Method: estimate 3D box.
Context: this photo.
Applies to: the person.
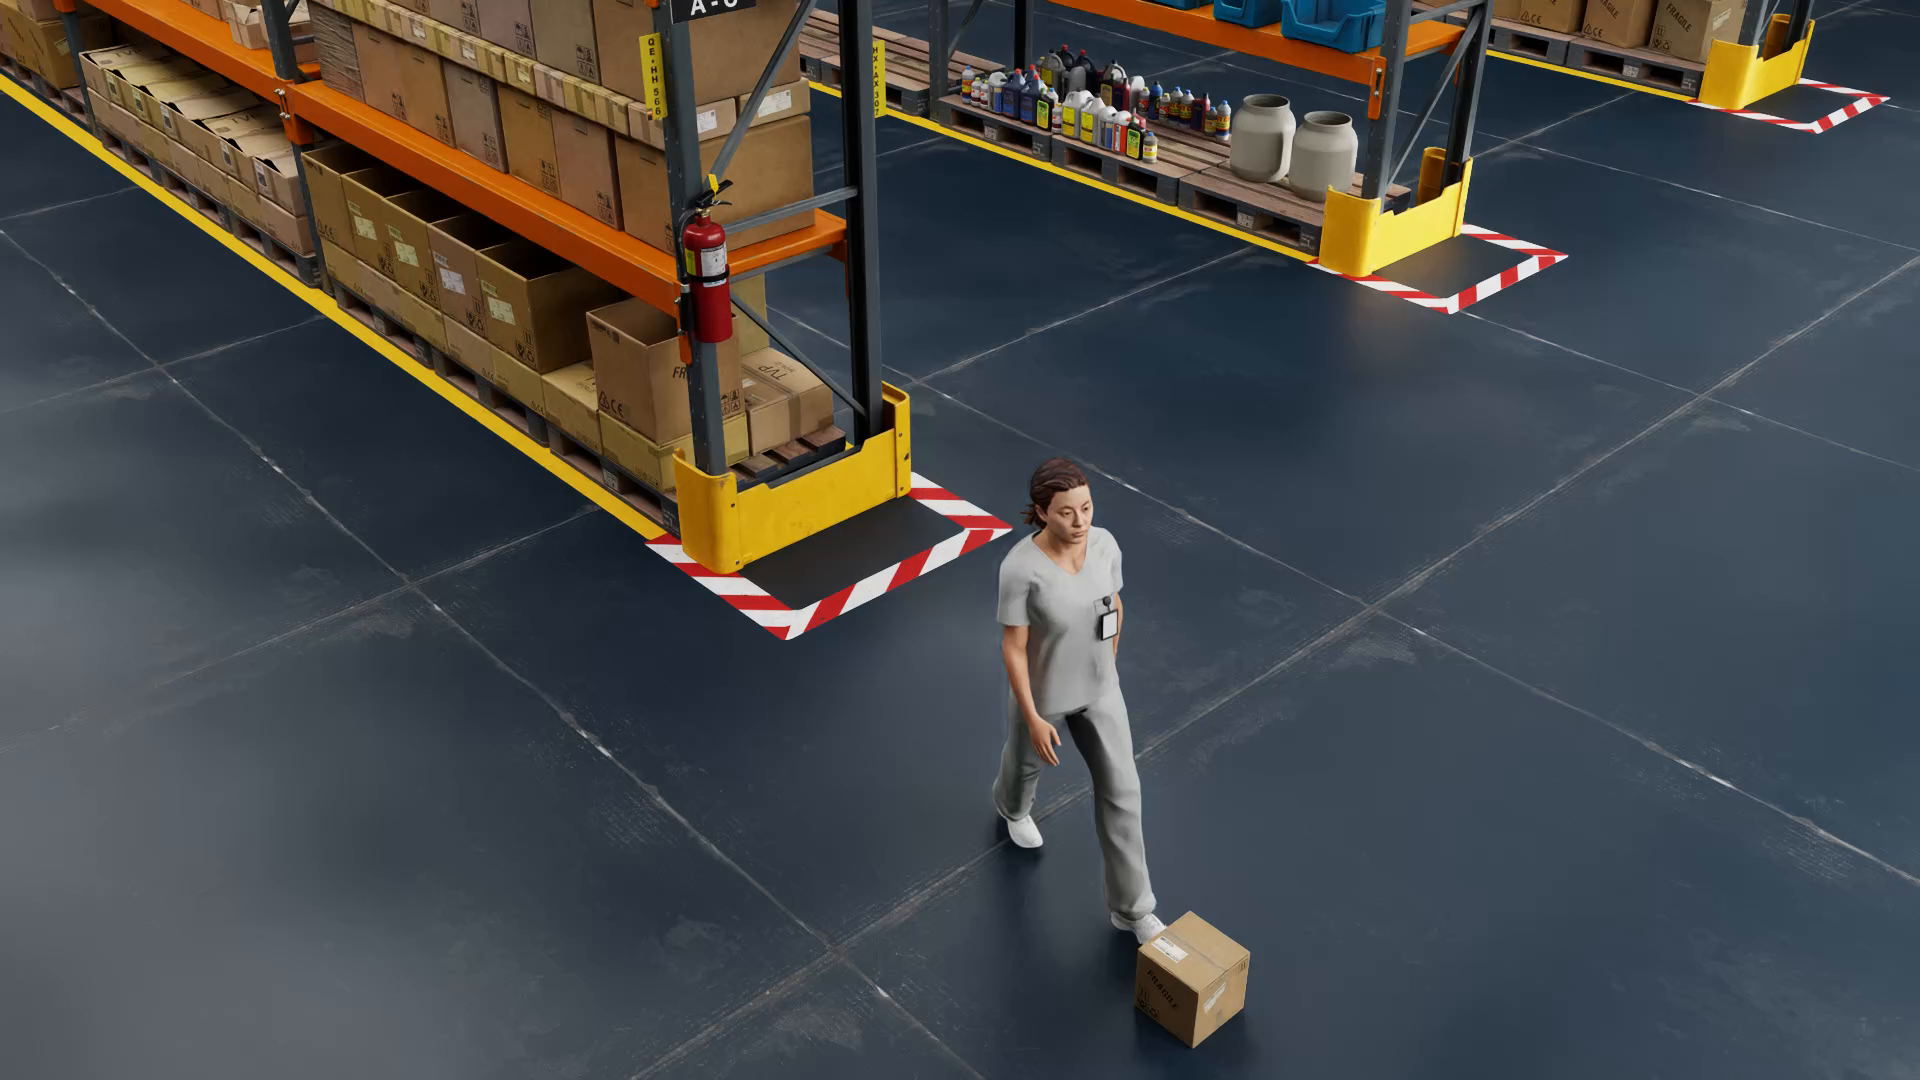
[{"bbox_3d":[0.355,0.507,5.319,0.469,1.613,0.961,-10,33,-16],"label":"person"}]
